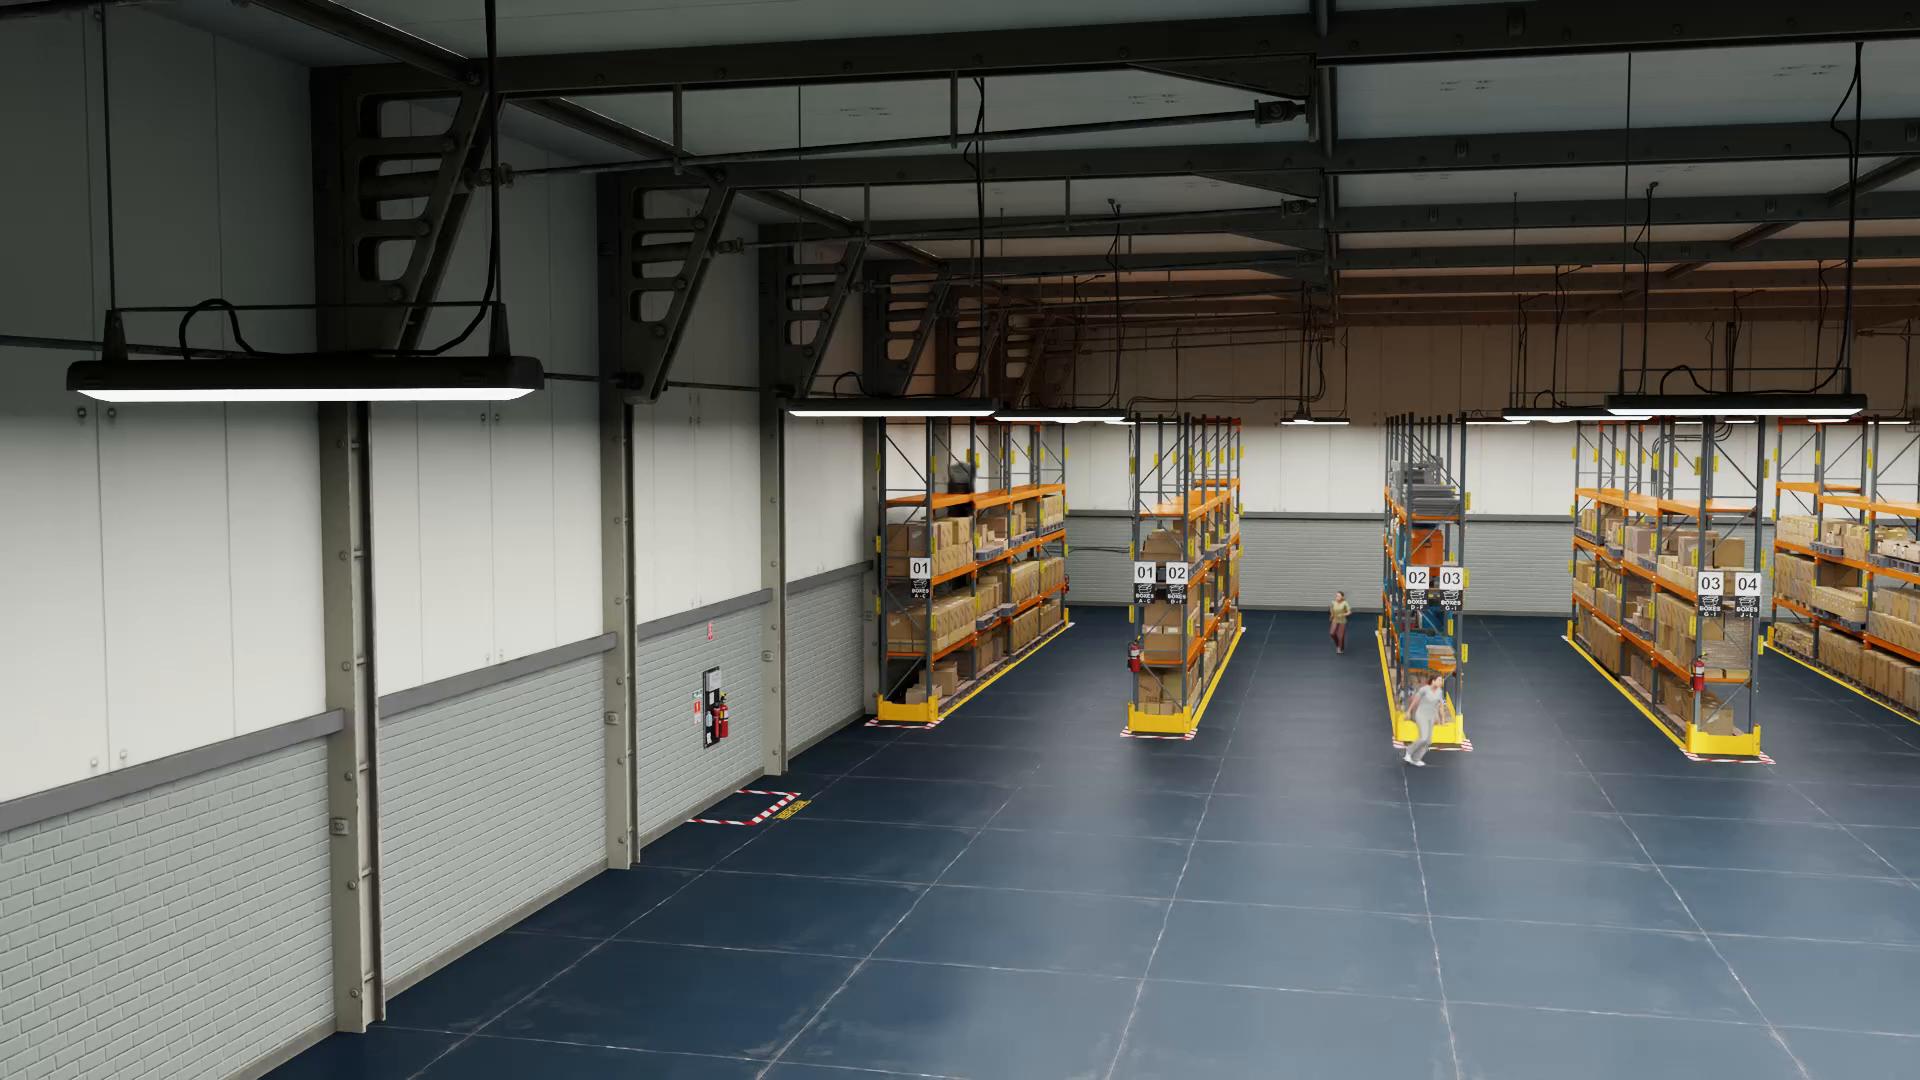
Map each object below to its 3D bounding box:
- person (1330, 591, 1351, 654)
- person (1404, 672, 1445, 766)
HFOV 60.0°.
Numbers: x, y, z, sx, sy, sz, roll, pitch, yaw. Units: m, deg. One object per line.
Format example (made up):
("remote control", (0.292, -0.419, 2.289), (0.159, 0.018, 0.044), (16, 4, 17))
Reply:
("person", (9.595, 2.074, 41.986), (0.573, 1.597, 0.732), (2, 4, 29))
("person", (7.836, 3.015, 28.047), (0.589, 1.616, 0.553), (-2, 4, -26))
